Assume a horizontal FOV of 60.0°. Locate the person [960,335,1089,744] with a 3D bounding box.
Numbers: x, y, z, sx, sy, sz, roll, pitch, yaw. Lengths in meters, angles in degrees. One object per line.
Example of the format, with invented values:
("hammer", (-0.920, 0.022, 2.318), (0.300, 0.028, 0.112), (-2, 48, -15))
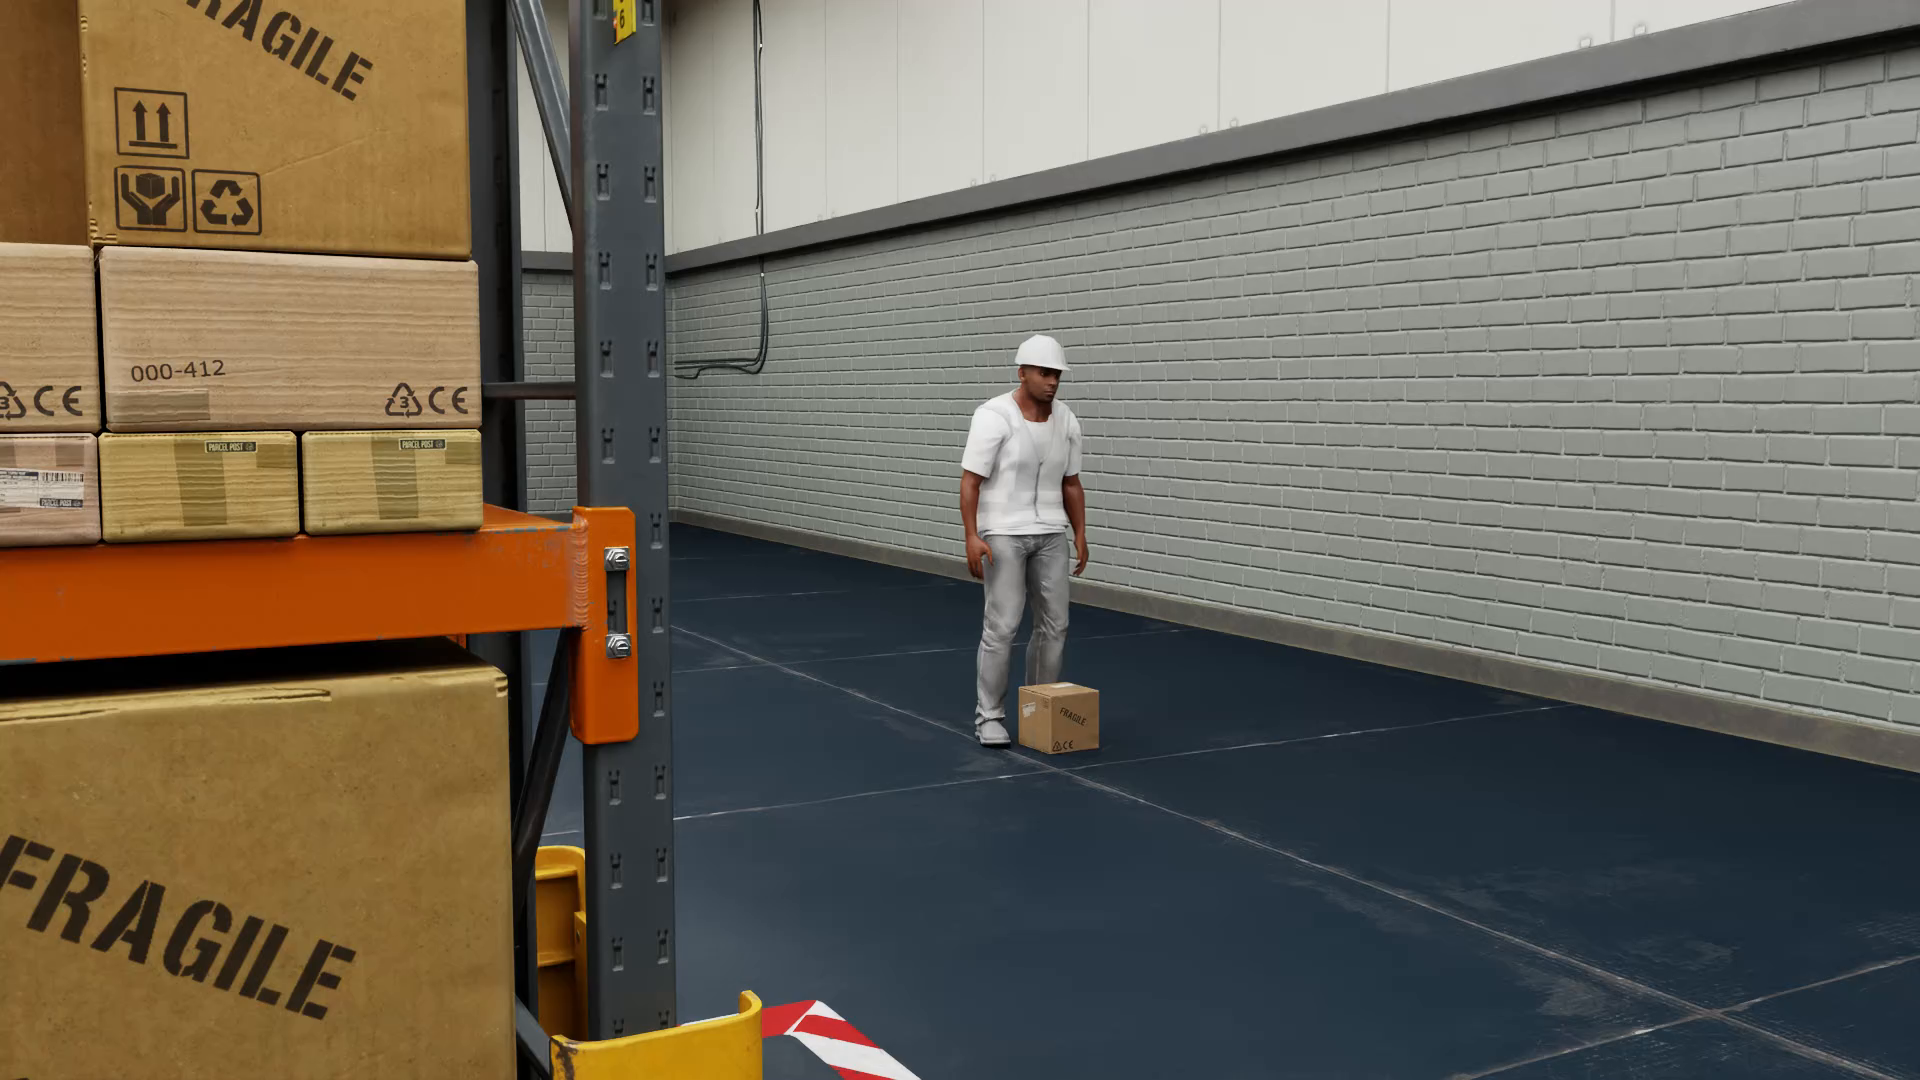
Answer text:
("person", (0.294, -0.007, 7.244), (0.625, 1.759, 0.459), (-3, 6, -30))
